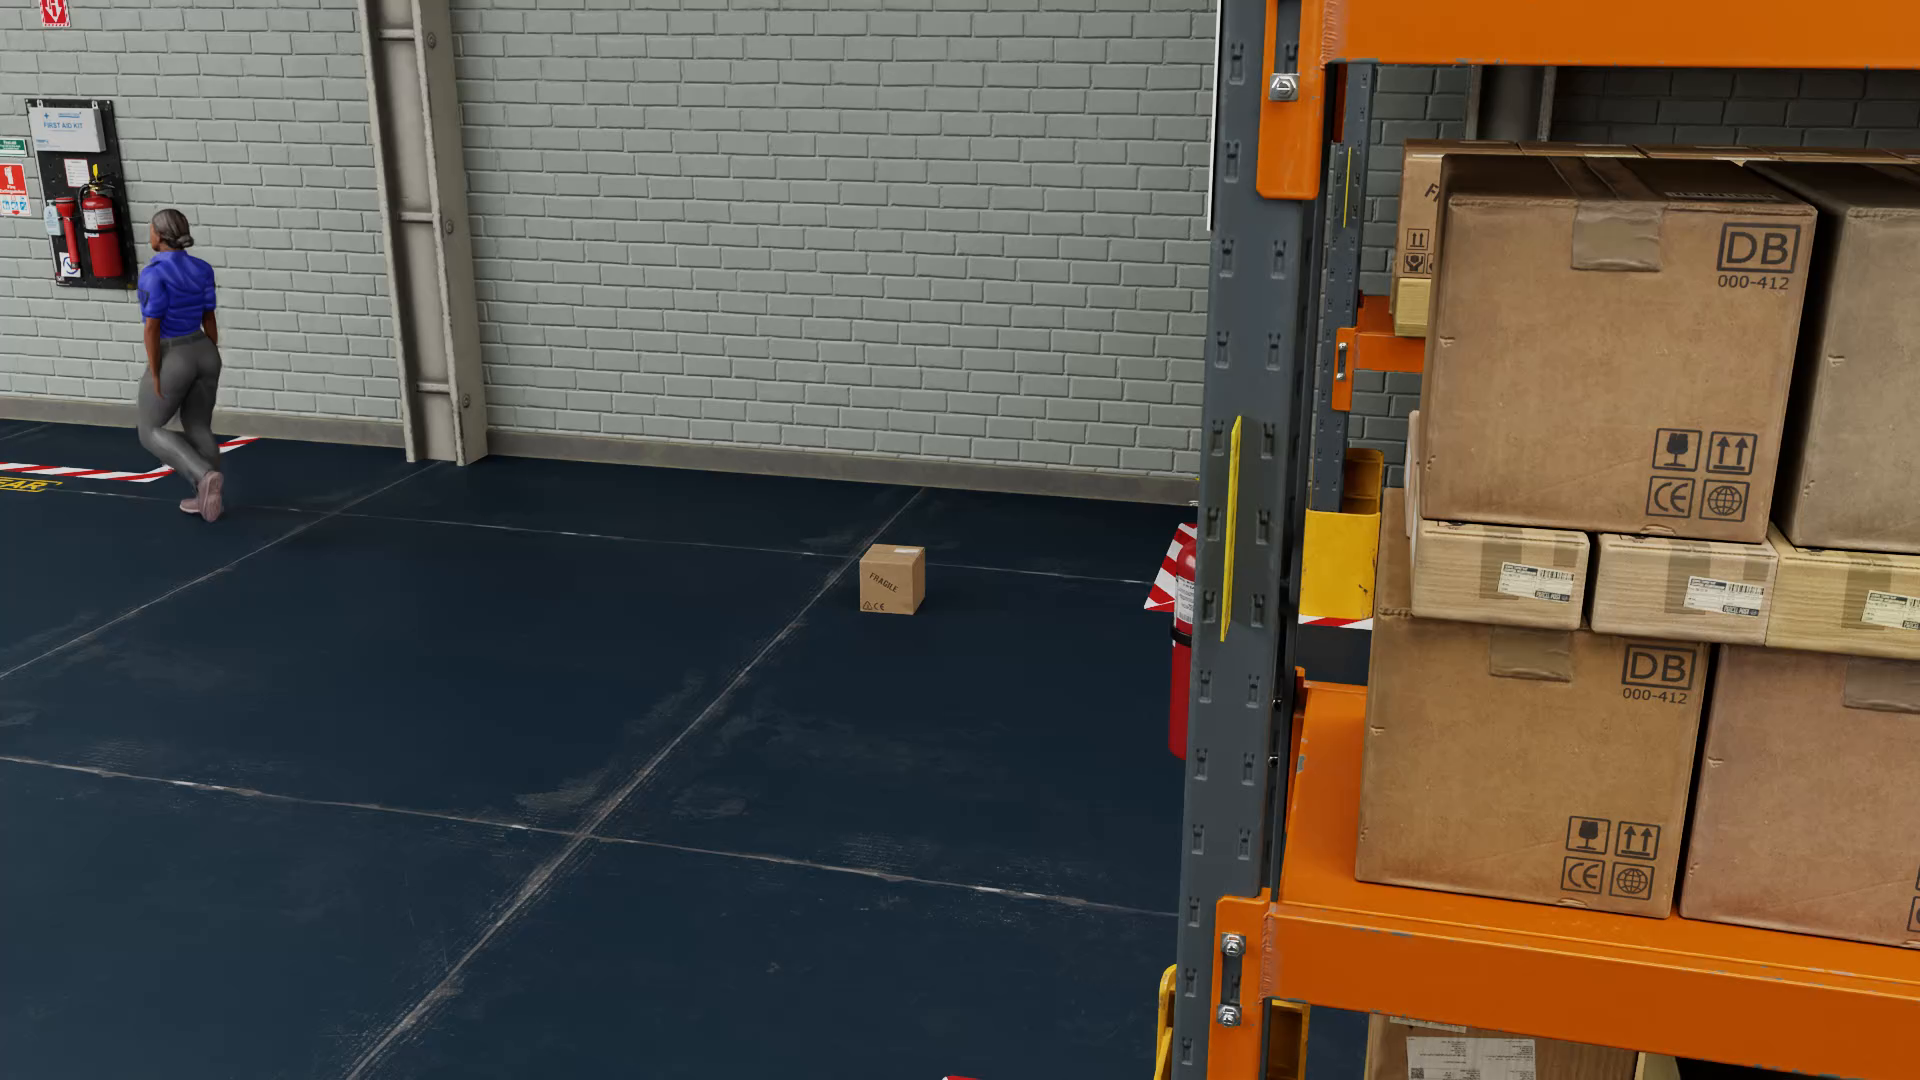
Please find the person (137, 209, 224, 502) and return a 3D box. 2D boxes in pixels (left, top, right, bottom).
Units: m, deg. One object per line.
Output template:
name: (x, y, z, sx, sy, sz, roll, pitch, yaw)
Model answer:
person: (-4.071, -0.940, 8.722, 0.446, 1.575, 0.439, 9, 20, 24)
